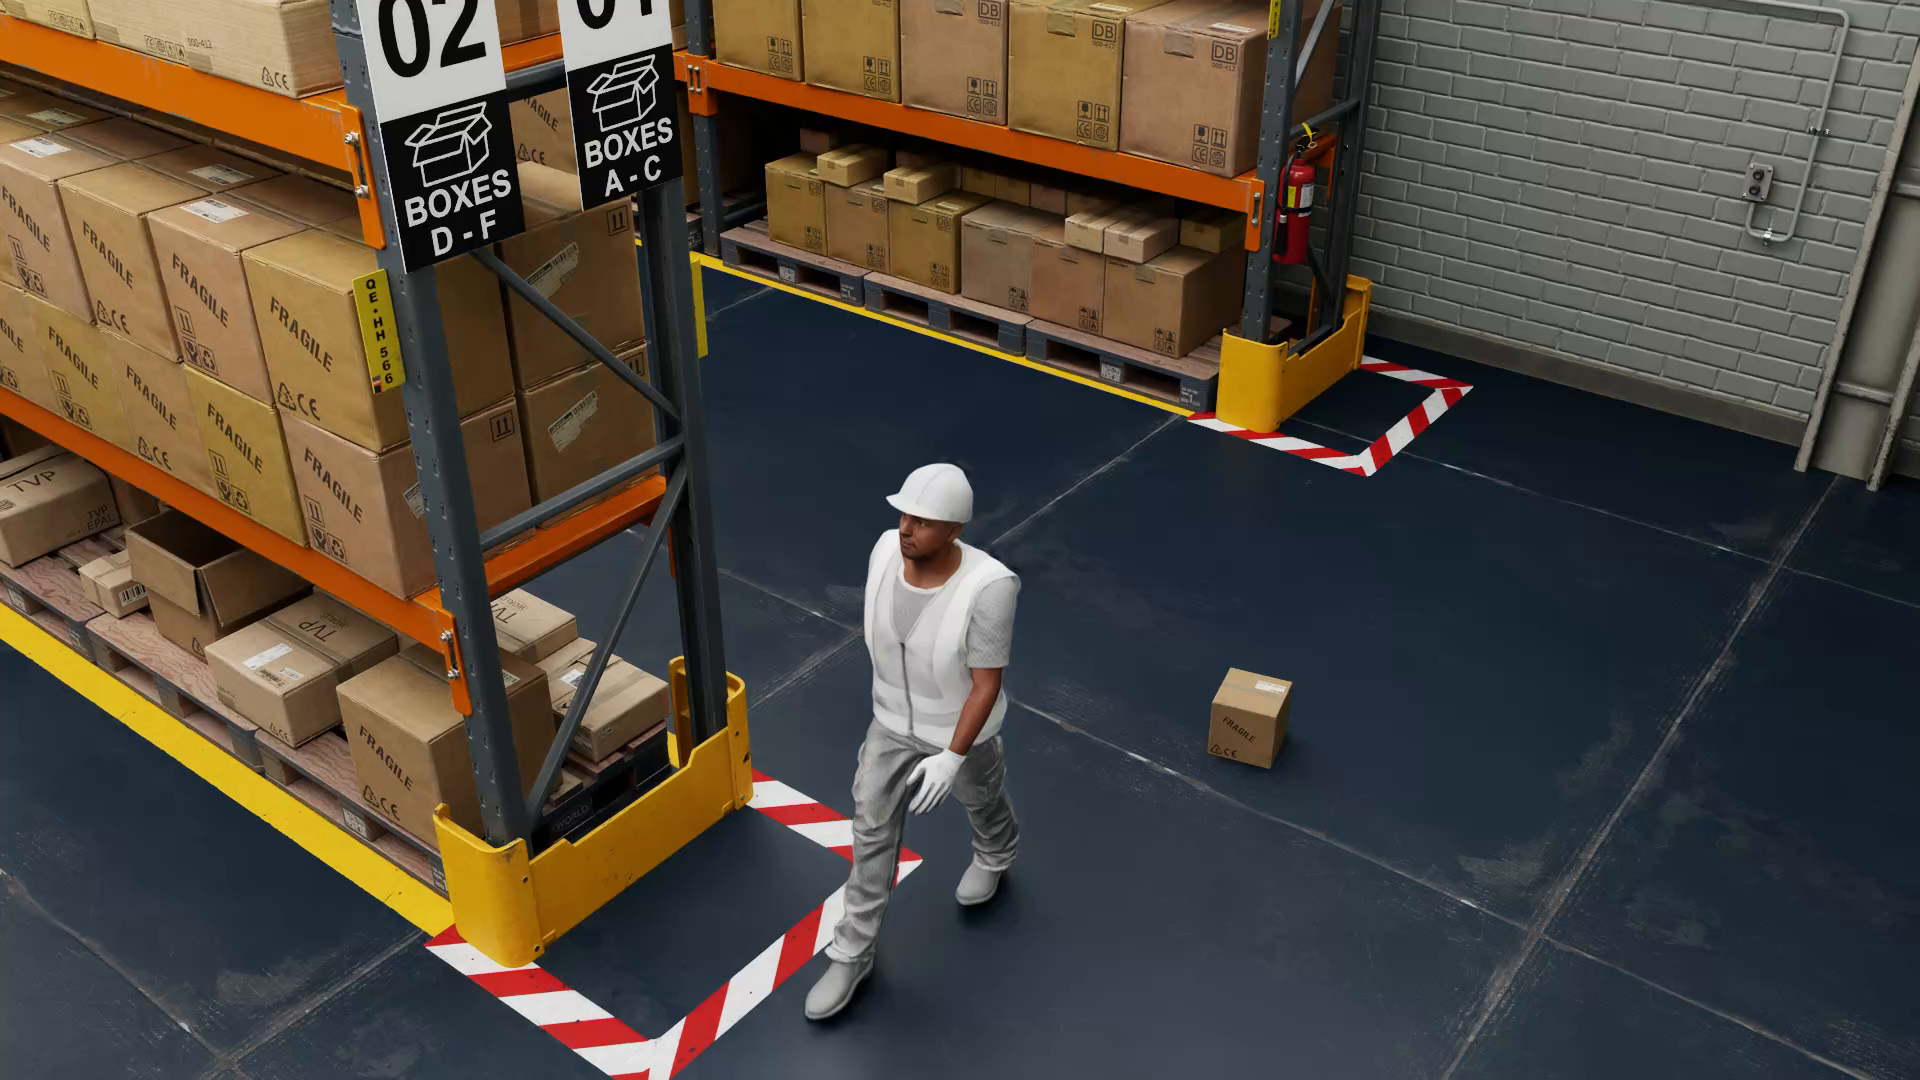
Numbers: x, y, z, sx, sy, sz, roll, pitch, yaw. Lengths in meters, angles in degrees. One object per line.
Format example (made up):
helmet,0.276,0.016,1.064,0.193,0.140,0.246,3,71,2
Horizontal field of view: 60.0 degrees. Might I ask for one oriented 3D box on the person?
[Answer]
person,-0.123,0.585,5.094,0.545,1.741,0.969,16,34,25
